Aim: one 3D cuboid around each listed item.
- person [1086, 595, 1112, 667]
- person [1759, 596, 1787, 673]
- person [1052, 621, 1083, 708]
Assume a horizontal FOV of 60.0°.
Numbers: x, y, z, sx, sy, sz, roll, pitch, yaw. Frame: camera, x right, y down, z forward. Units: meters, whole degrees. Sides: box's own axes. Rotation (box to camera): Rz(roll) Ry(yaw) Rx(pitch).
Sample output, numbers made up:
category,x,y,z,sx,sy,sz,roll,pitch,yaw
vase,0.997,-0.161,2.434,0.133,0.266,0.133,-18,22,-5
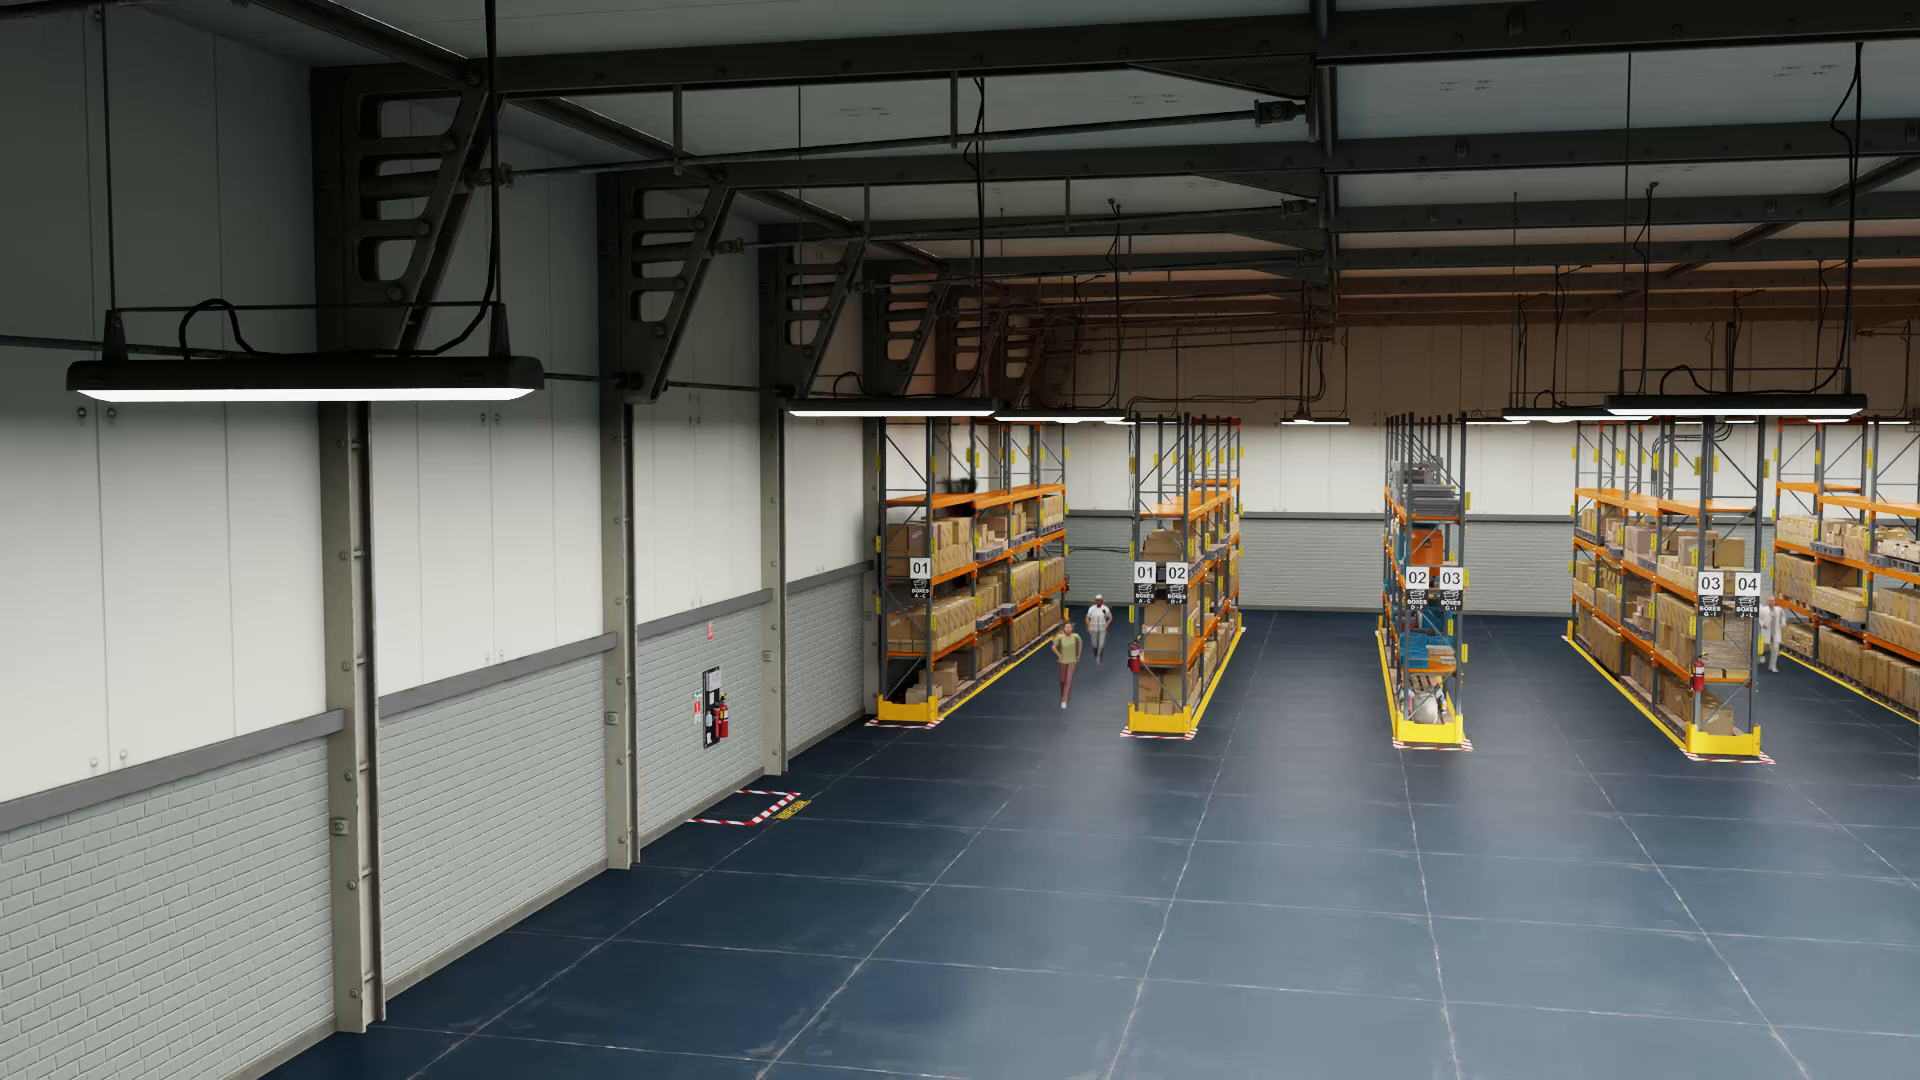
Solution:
category,x,y,z,sx,sy,sz,roll,pitch,yaw
person,3.181,2.068,38.077,0.614,1.620,0.528,0,4,6
person,19.136,2.202,39.228,0.725,1.753,0.985,1,4,12
person,2.106,2.416,32.609,0.603,1.666,0.816,0,4,2
